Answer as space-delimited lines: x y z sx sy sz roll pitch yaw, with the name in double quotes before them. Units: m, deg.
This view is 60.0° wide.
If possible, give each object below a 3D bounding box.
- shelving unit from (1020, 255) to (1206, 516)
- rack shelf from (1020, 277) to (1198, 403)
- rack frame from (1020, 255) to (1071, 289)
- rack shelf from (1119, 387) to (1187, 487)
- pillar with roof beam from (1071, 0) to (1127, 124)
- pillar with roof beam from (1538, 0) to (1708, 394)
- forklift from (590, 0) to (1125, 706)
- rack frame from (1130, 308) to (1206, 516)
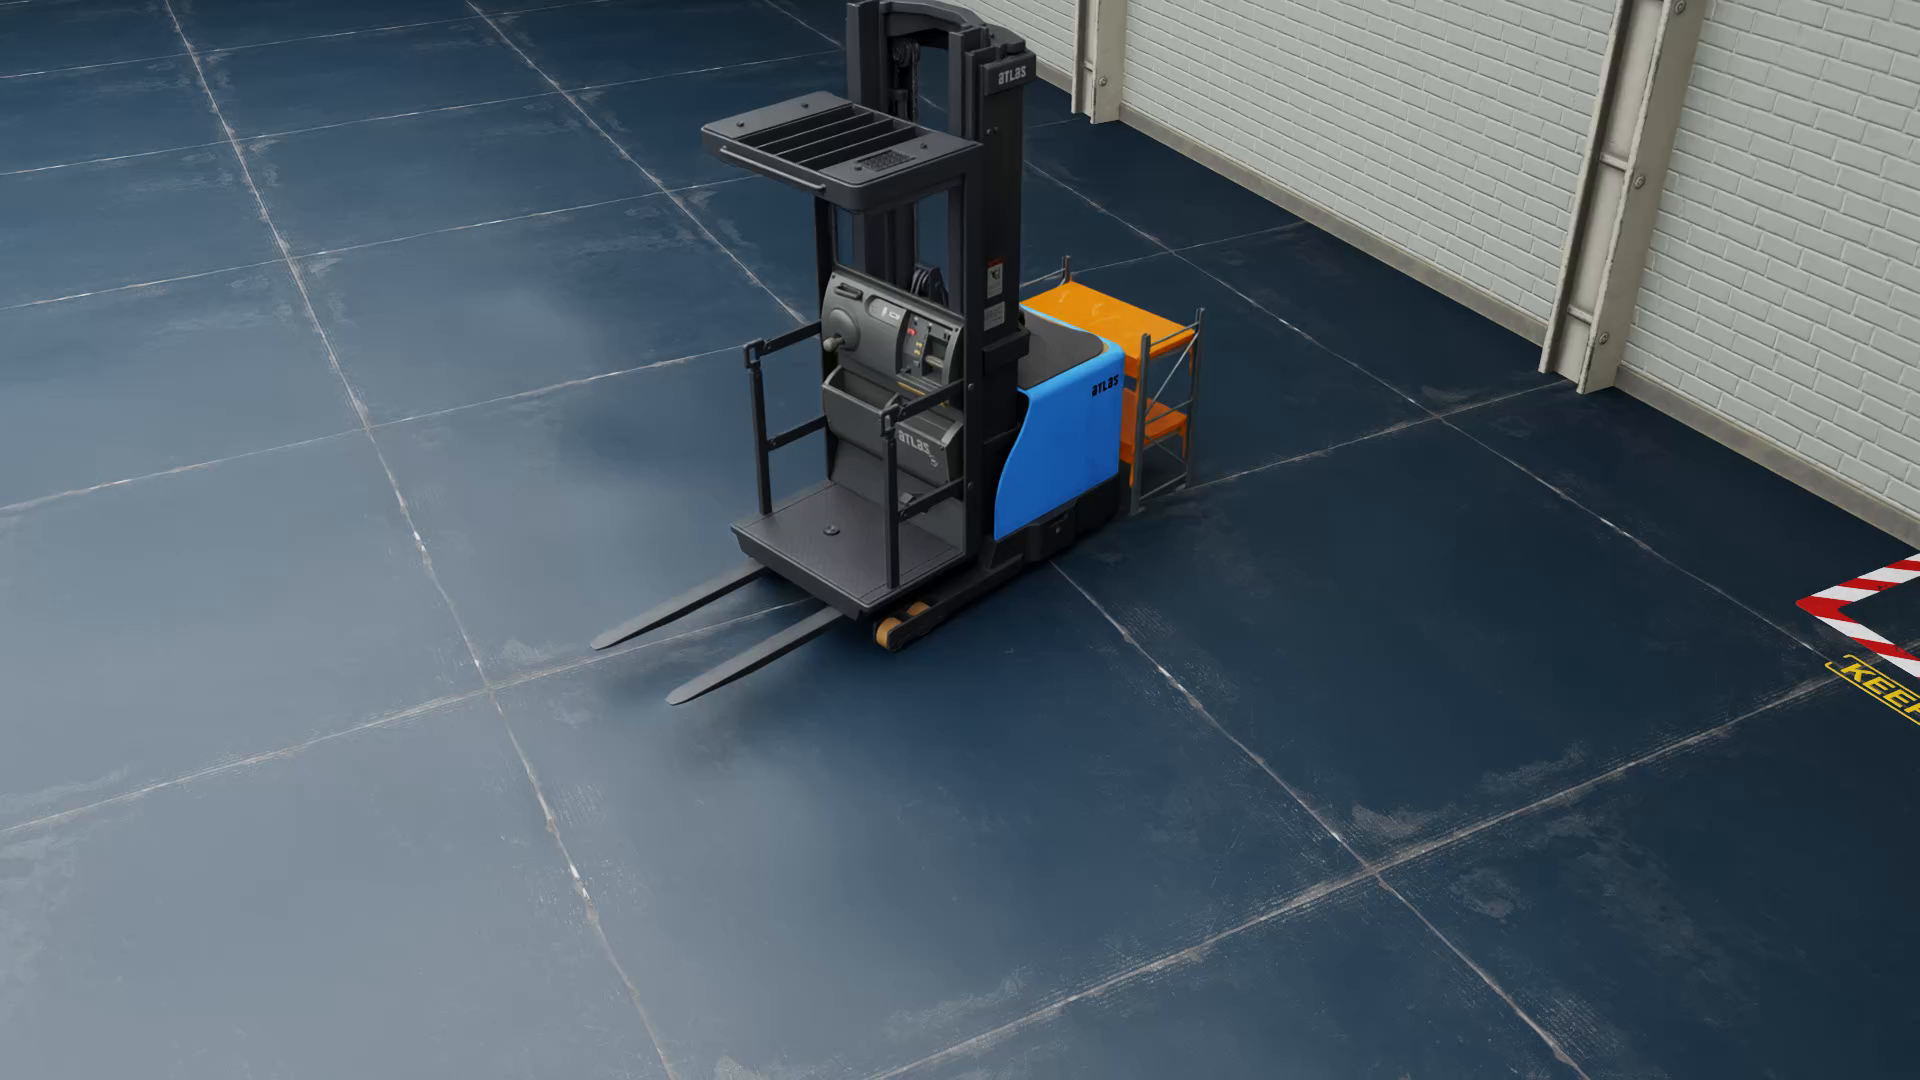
"shelving unit" 0.812 -0.910 9.645 0.538 1.125 1.048 -27 41 -35
"rack shelf" 0.812 -1.156 9.487 0.538 0.278 1.000 -27 41 -35
"rack frame" 0.462 -1.108 9.955 0.500 1.125 0.032 -27 41 -35
"rack shelf" 0.812 -0.704 9.777 0.538 0.278 1.000 -27 41 -35
"pillar with roof beam" -2.546 -6.642 11.294 9.100 9.000 0.400 -16 36 -23
"pillar with roof beam" 0.252 -3.778 6.825 9.100 9.000 0.400 -16 36 -23
"forklift" -0.494 -0.989 8.096 1.130 2.935 3.031 28 42 36
"rack frame" 1.162 -0.711 9.335 0.500 1.125 0.032 -27 41 -35
